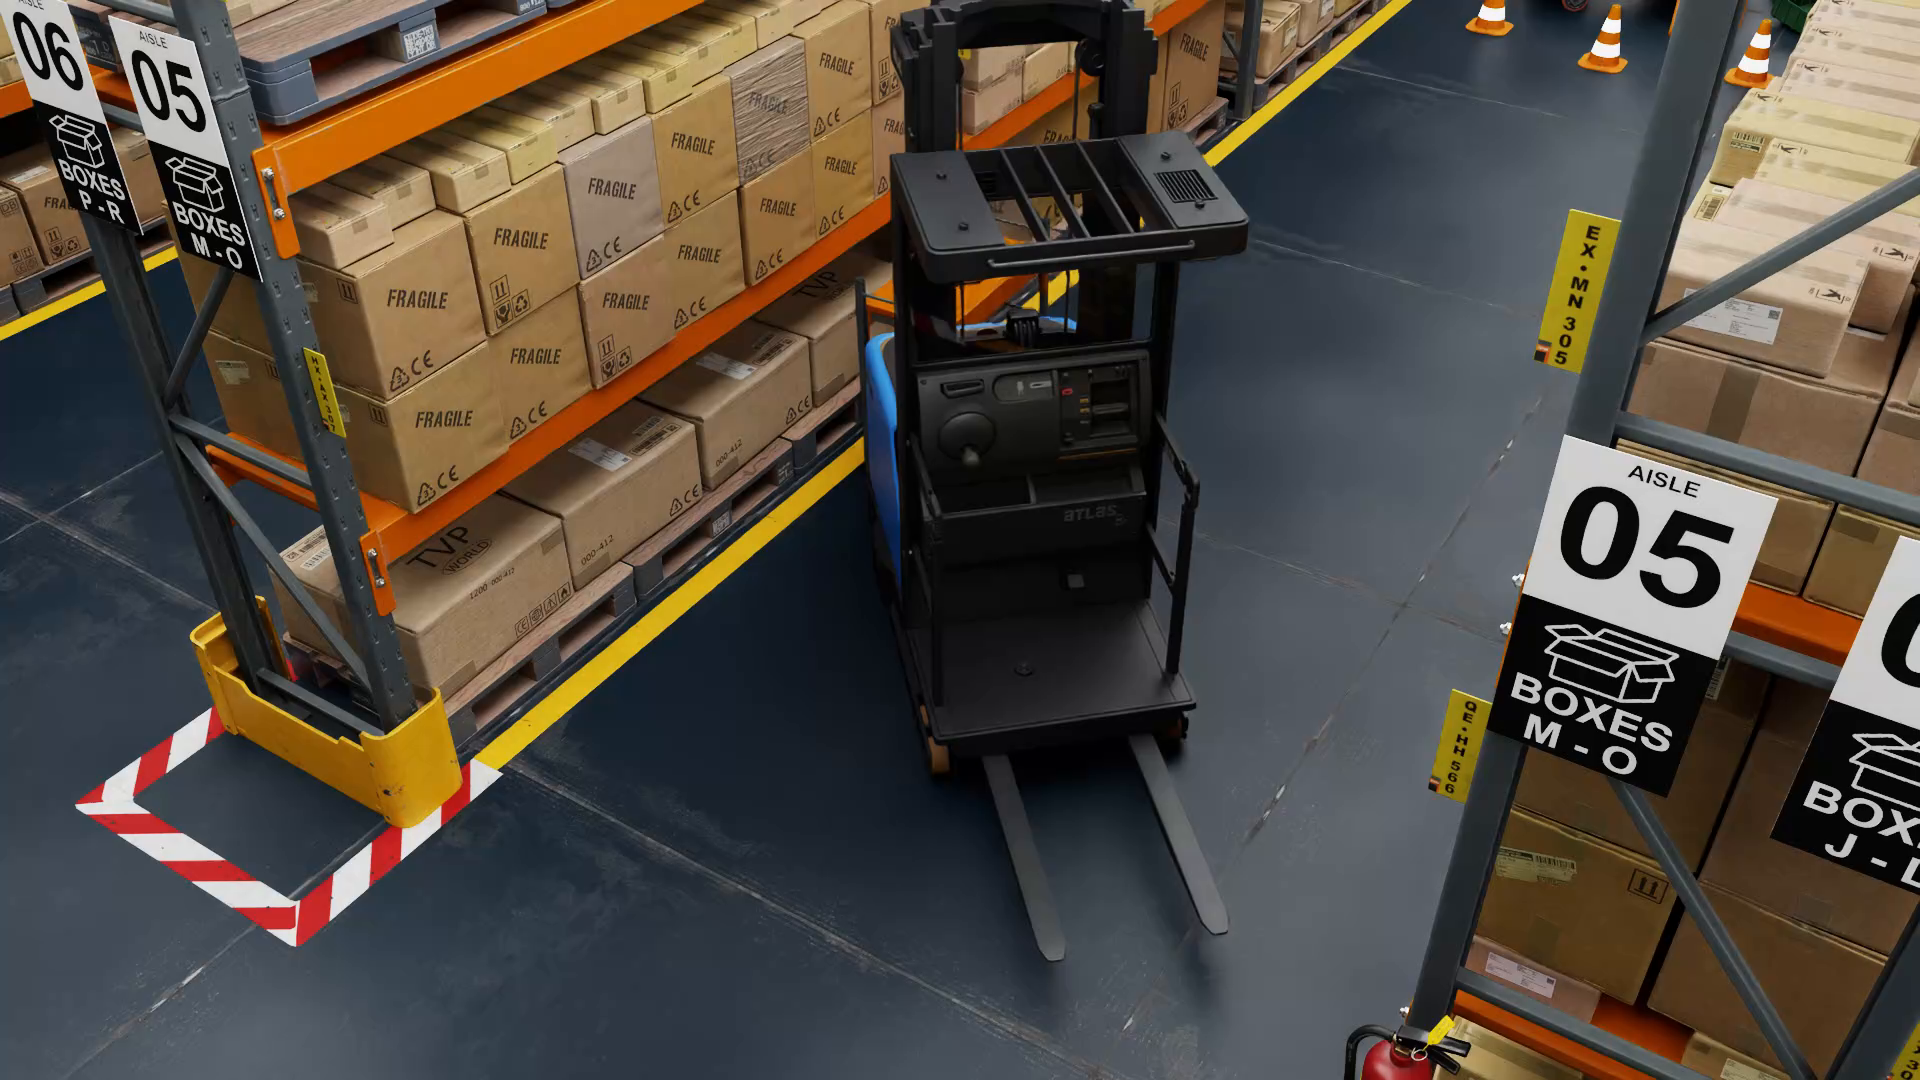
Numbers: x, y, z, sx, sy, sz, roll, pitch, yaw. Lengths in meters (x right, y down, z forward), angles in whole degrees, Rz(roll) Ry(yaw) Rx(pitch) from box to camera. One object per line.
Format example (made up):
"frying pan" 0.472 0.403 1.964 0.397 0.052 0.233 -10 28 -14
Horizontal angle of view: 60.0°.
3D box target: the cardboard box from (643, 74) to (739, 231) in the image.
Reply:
"cardboard box" -1.300 -1.688 7.022 0.500 0.500 0.500 21 42 25

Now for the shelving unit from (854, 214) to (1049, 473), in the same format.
"shelving unit" -0.017 -1.001 8.559 0.538 1.125 1.048 19 42 24

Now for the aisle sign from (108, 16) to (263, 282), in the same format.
"aisle sign" -2.398 -1.202 5.162 0.394 0.787 0.004 21 42 25

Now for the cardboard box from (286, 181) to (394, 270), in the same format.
"cardboard box" -2.180 -1.089 5.713 0.380 0.149 0.250 22 43 26

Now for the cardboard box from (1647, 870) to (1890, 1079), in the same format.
"cardboard box" 2.104 0.964 4.156 0.500 0.500 0.500 23 43 27

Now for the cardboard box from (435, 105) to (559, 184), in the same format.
"cardboard box" -1.738 -1.486 6.228 0.380 0.149 0.250 20 42 24

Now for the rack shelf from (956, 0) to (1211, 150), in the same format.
"rack shelf" 0.611 -3.112 10.359 1.077 0.370 4.000 21 42 25

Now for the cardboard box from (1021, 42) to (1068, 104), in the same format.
"cardboard box" 0.274 -2.715 9.377 0.500 0.250 0.500 20 42 24

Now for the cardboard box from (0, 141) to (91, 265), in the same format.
"cardboard box" -5.531 -2.054 10.101 0.500 0.500 0.500 22 43 26

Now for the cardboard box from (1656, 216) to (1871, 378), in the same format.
"cardboard box" 1.560 -0.489 3.297 0.380 0.149 0.250 21 42 25

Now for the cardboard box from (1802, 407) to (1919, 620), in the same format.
"cardboard box" 2.086 -0.013 3.416 0.500 0.250 0.500 23 43 27

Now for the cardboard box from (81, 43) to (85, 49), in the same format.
"cardboard box" -5.361 -2.995 9.823 0.380 0.149 0.250 22 43 26

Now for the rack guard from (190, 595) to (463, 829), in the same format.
"rack guard" -2.617 0.698 6.874 1.175 0.500 0.348 21 42 25

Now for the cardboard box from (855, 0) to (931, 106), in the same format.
"cardboard box" -0.481 -2.468 8.034 0.500 0.500 0.500 21 42 25

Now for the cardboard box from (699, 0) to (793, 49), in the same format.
"cardboard box" -0.956 -2.293 7.275 0.380 0.149 0.250 21 42 25

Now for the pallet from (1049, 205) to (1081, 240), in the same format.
"pallet" 0.542 -2.316 11.021 1.003 0.211 1.213 21 42 25

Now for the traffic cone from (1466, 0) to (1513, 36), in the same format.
"traffic cone" 4.343 -4.389 13.503 0.336 0.463 0.334 21 42 25

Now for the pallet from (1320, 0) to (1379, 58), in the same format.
"pallet" 2.756 -4.353 13.663 1.003 0.211 1.213 21 42 25

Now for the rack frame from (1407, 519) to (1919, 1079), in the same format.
"rack frame" 1.630 1.263 4.094 1.000 3.000 0.127 21 42 25

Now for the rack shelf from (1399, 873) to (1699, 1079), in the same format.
"rack shelf" 2.701 0.517 5.651 1.077 0.370 4.000 21 42 25

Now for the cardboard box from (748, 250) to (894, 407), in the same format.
"cardboard box" -0.888 -1.229 9.082 0.875 0.438 0.875 21 42 24

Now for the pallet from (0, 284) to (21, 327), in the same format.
"pallet" -6.330 -1.272 9.667 1.003 0.211 1.213 21 42 25

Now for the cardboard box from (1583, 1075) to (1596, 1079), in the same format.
"cardboard box" 1.883 1.523 5.260 0.380 0.149 0.250 22 43 26

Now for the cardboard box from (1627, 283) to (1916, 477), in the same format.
"cardboard box" 1.662 -0.384 3.488 0.500 0.250 0.500 20 42 24

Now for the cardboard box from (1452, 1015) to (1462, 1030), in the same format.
"cardboard box" 1.788 1.720 5.492 0.380 0.149 0.250 23 43 26

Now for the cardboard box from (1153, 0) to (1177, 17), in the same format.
"cardboard box" 1.087 -3.500 10.396 0.500 0.250 0.500 21 42 25

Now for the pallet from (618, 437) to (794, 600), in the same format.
"pallet" -1.587 -0.264 8.359 1.003 0.211 1.213 21 42 25

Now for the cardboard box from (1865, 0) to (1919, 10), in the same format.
"cardboard box" 2.539 -1.412 4.494 0.380 0.149 0.250 20 42 24

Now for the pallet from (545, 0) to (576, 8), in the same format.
"pallet" -1.563 -2.474 6.558 1.003 0.211 1.213 21 42 25

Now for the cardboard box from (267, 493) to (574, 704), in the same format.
"cardboard box" -2.335 0.171 7.265 0.875 0.438 0.875 20 42 24

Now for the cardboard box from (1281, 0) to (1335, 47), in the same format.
"cardboard box" 2.382 -4.225 13.022 0.950 0.372 0.625 20 42 24

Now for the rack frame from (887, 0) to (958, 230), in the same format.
"rack frame" -0.461 -2.366 8.802 1.000 3.000 0.127 21 42 25

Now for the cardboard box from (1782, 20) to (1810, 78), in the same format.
"cardboard box" 2.492 -1.168 4.504 0.500 0.250 0.500 19 42 23

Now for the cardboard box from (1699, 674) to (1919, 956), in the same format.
"cardboard box" 2.094 0.565 3.855 0.500 0.500 0.500 21 42 25

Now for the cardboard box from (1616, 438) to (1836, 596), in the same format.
"cardboard box" 1.650 -0.187 3.641 0.500 0.250 0.500 20 42 24

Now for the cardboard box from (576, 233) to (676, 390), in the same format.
"cardboard box" -1.569 -1.024 6.978 0.500 0.500 0.500 21 42 25

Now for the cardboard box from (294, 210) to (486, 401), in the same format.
"cardboard box" -2.106 -0.894 5.991 0.500 0.500 0.500 20 42 24

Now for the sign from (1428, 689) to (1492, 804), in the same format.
"sign" 1.172 0.487 3.893 0.100 0.325 0.005 21 42 25

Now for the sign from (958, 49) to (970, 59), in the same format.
"sign" 0.008 -2.560 8.279 0.100 0.325 0.005 21 42 25

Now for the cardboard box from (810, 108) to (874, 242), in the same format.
"cardboard box" -0.765 -1.816 8.007 0.500 0.500 0.500 20 42 24

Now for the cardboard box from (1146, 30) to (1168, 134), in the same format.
"cardboard box" 0.760 -2.966 10.976 0.875 0.875 0.875 22 43 26

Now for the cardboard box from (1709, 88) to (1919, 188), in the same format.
"cardboard box" 1.962 -0.888 3.815 0.380 0.149 0.250 22 43 26

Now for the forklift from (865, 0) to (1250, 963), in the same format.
"forklift" 0.341 -0.436 6.354 1.130 2.935 3.031 -7 38 -9

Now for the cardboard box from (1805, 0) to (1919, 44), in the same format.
"cardboard box" 2.403 -1.275 4.317 0.380 0.149 0.250 20 42 24

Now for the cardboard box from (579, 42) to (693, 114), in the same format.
"cardboard box" -1.314 -1.875 6.732 0.380 0.149 0.250 20 42 24

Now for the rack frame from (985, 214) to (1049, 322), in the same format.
"rack frame" 0.242 -1.268 8.905 0.500 1.125 0.032 19 42 24
